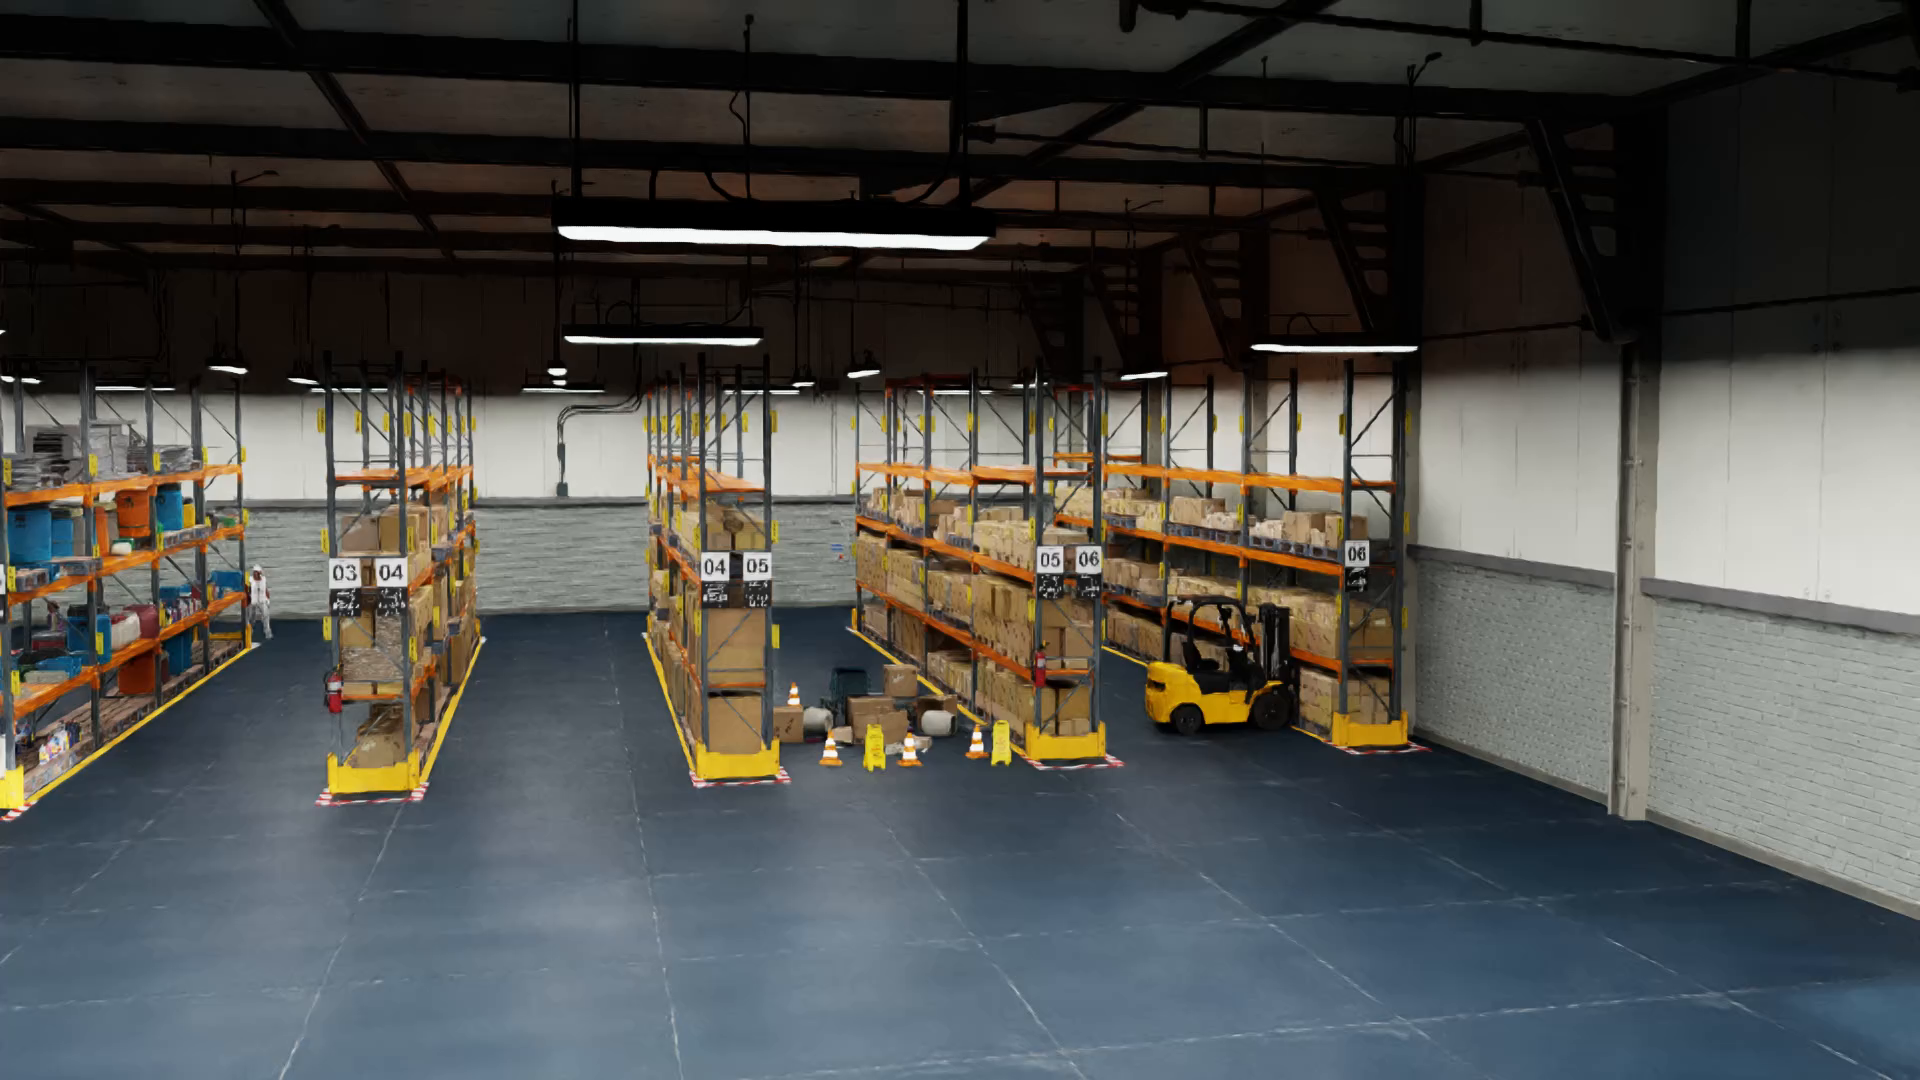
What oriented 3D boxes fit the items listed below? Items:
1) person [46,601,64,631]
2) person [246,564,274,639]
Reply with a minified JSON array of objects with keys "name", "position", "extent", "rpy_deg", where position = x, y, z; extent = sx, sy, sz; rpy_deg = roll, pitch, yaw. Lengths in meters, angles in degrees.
[{"name":"person","position":[-17.501,1.971,32.119],"extent":[0.407,1.594,0.458],"rpy_deg":[-3,5,-41]},{"name":"person","position":[-16.440,1.435,38.915],"extent":[0.610,1.742,0.962],"rpy_deg":[-3,5,-35]}]
